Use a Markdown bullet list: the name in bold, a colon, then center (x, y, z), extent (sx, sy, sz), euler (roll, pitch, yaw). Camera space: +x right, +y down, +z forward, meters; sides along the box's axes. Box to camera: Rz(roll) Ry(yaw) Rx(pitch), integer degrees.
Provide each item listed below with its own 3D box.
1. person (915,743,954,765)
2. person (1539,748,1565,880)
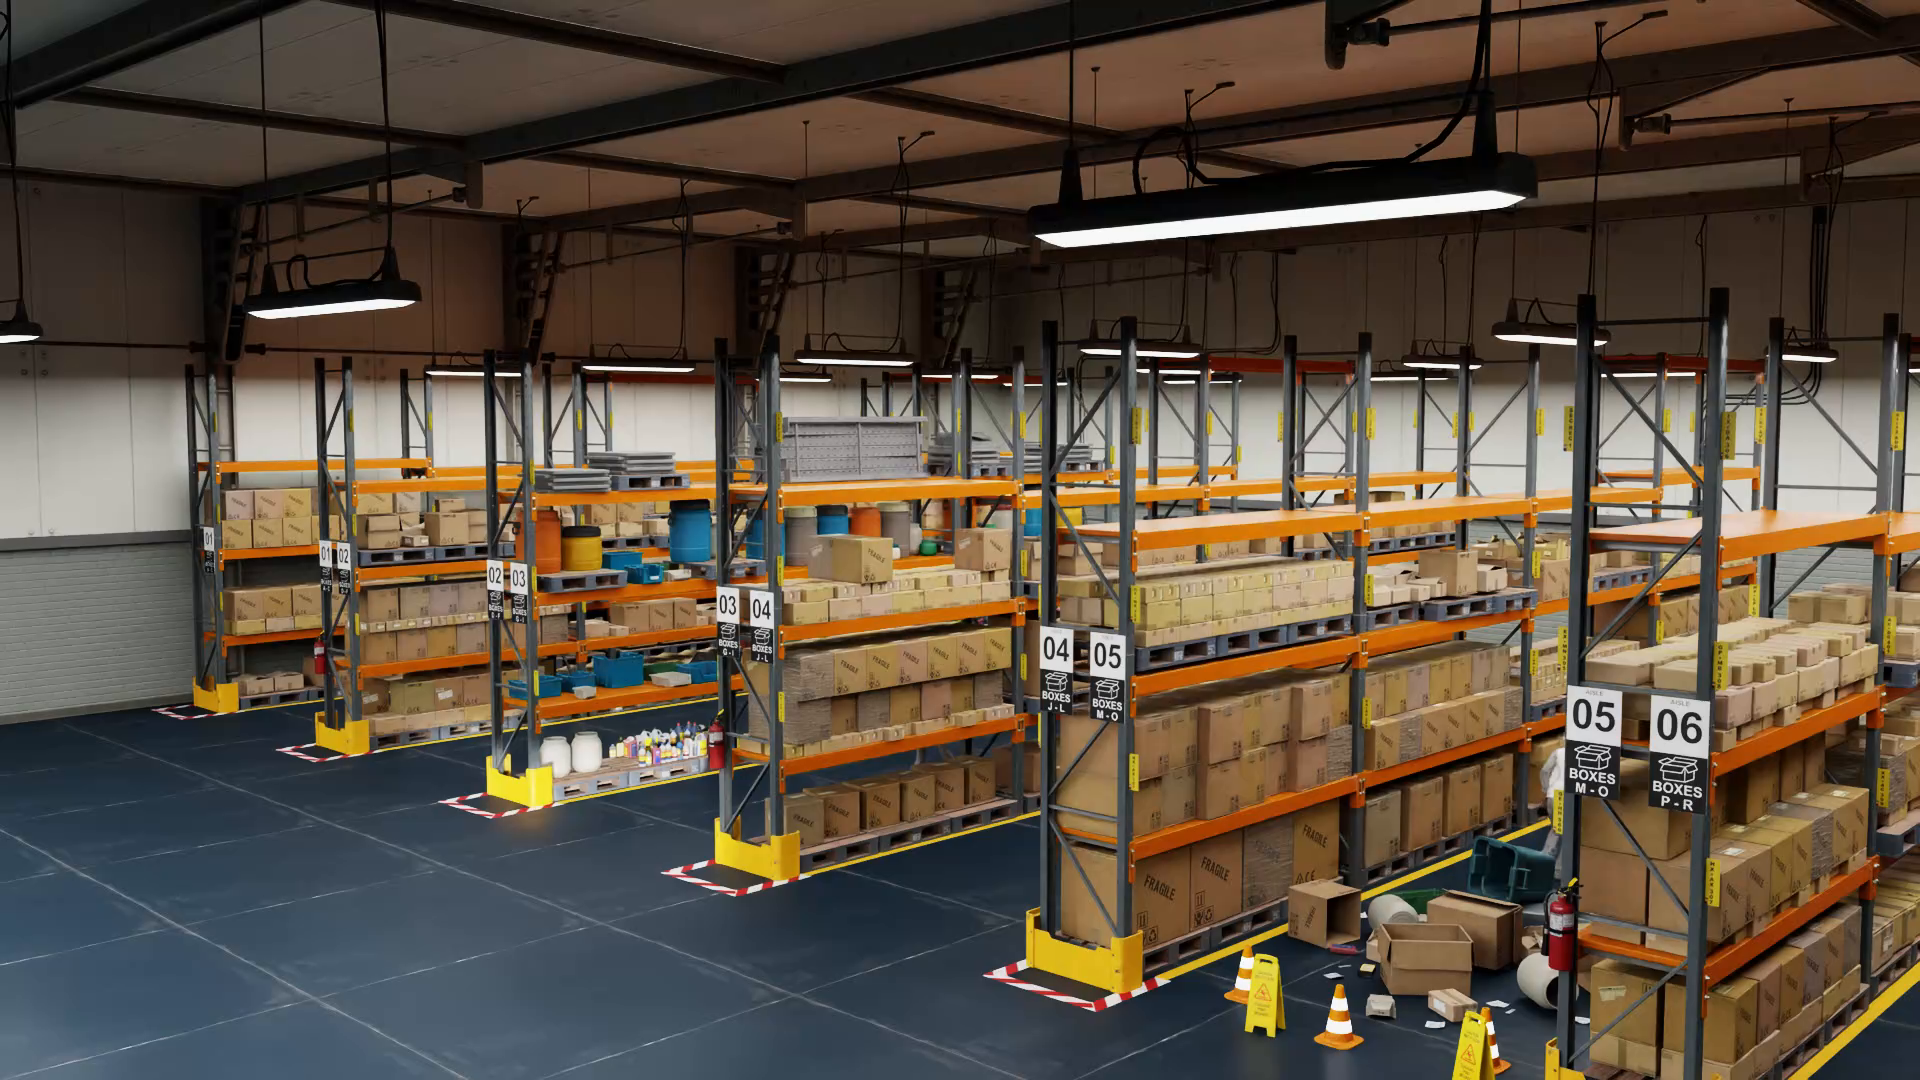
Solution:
- **person**: center (-0.407, 2.608, 22.975), extent (0.903, 1.552, 0.432), euler (-2, 5, -30)
- **person**: center (6.835, 2.911, 18.634), extent (0.717, 1.668, 0.588), euler (-4, 6, -43)
